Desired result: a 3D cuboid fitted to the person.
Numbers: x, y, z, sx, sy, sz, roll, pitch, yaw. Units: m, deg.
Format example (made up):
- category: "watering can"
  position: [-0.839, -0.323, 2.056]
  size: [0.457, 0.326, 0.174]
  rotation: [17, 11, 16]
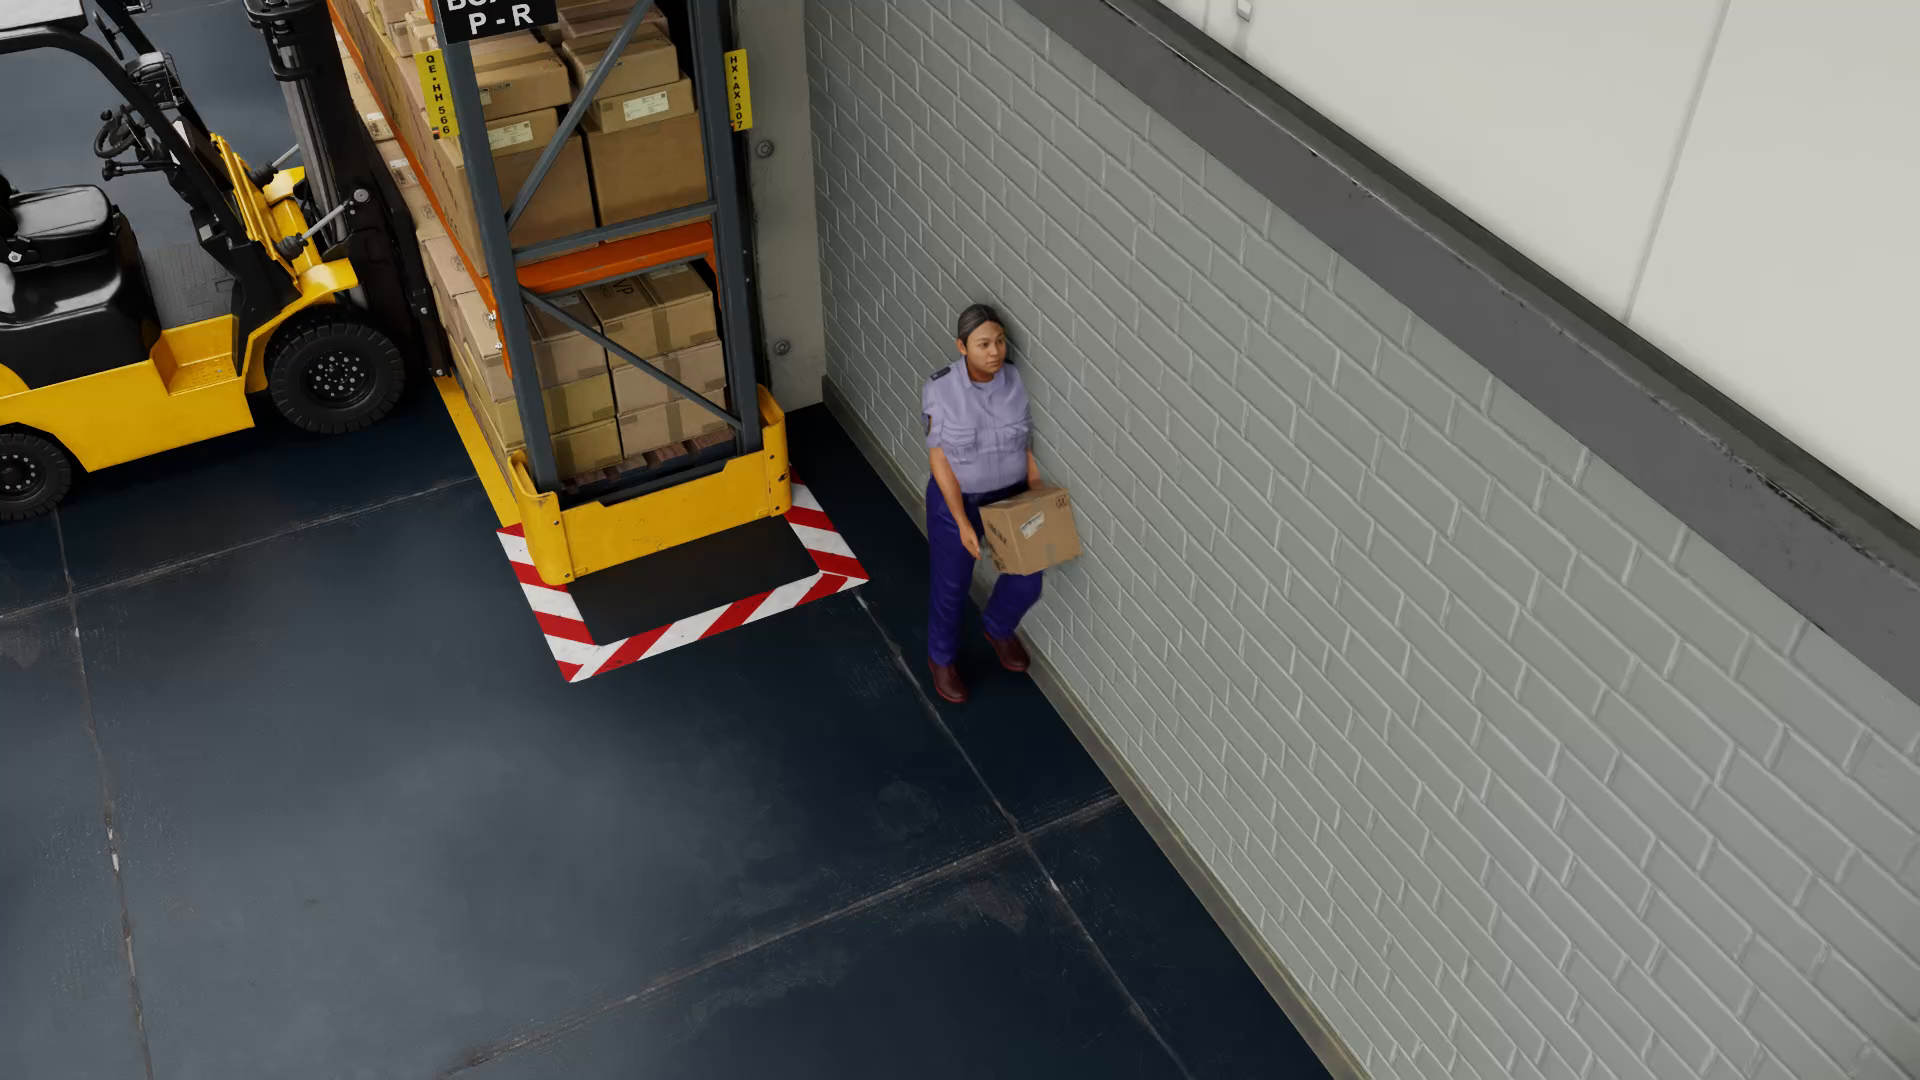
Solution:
- category: "person"
  position: [0.104, -0.101, 6.293]
  size: [0.476, 1.634, 0.516]
  rotation: [-13, 43, -14]
